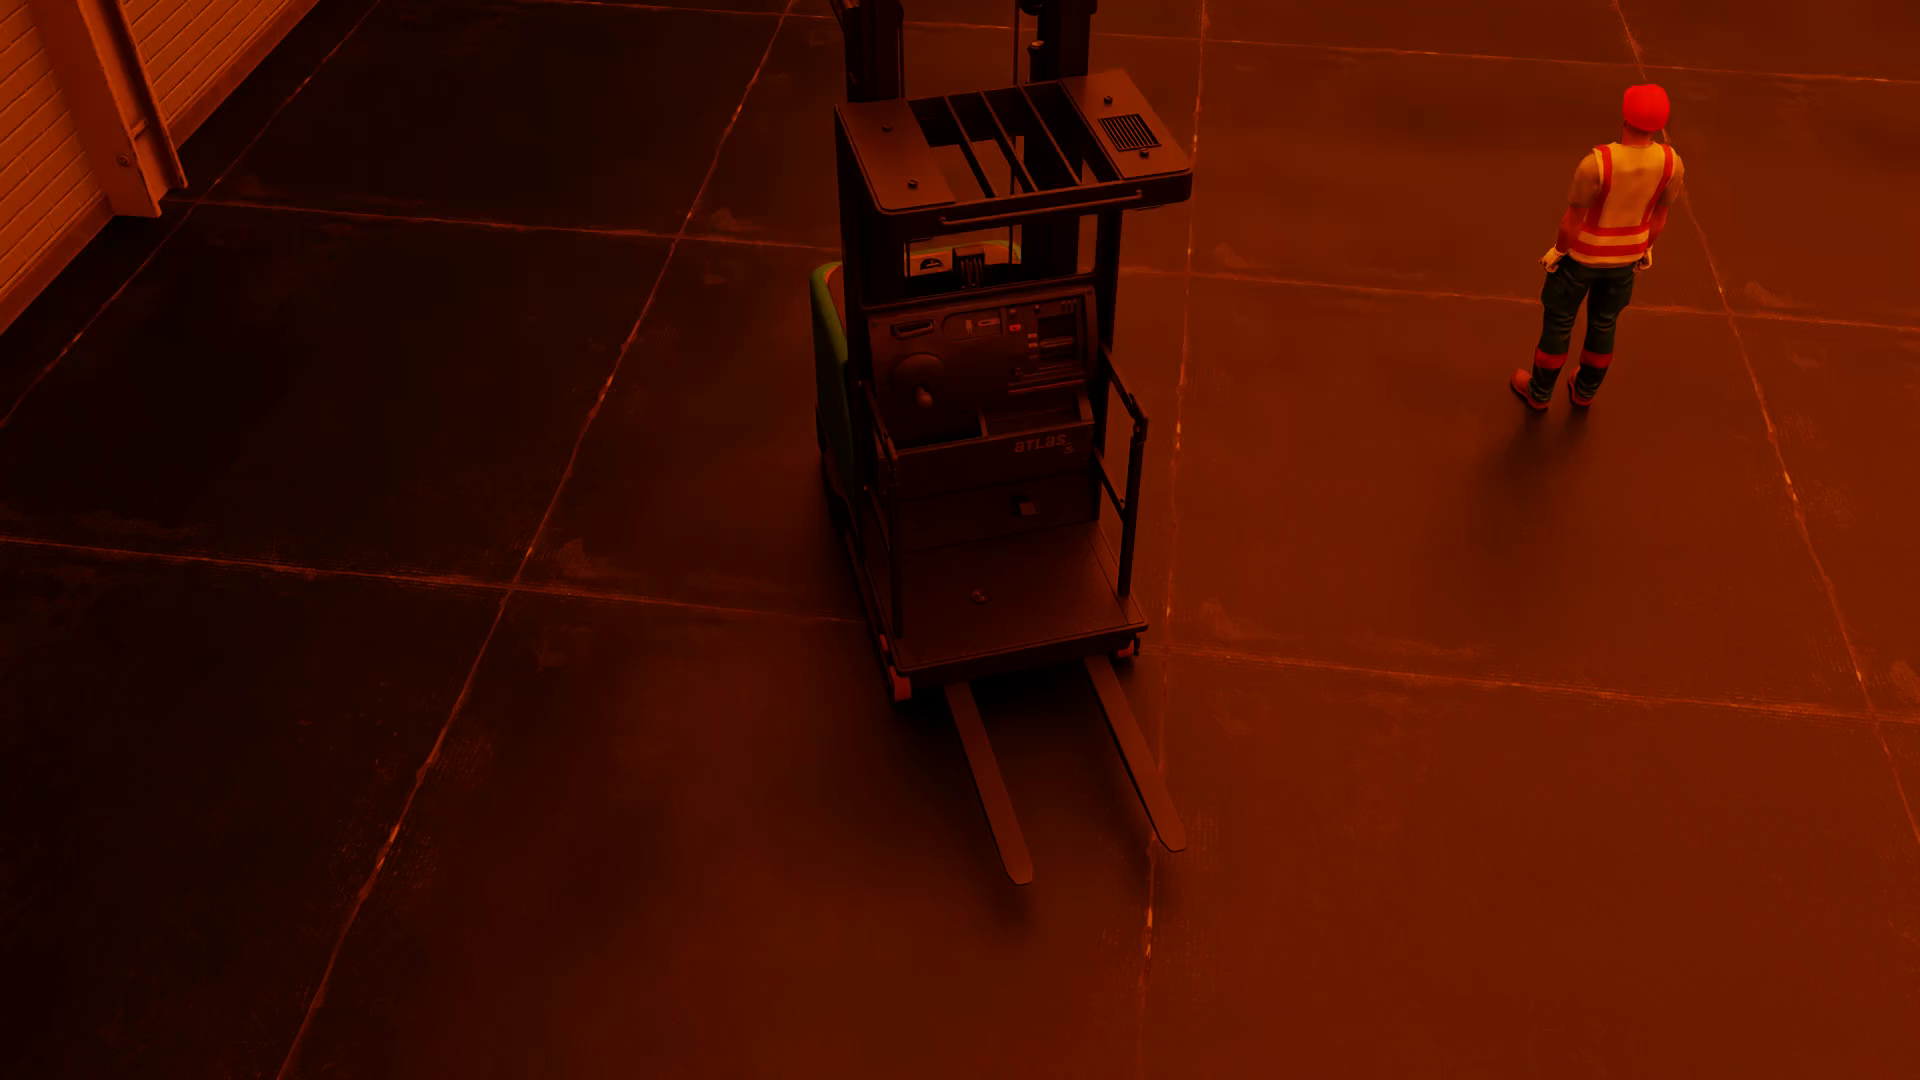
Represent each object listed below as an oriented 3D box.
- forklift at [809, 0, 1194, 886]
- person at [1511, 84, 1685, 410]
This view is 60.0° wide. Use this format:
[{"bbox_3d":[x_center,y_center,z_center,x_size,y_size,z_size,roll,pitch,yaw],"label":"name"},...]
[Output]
[{"bbox_3d":[0.153,-0.681,6.465,1.130,2.935,3.031,-10,44,-11],"label":"forklift"},{"bbox_3d":[3.114,-1.411,8.106,0.527,1.795,0.382,-2,43,-2],"label":"person"}]
